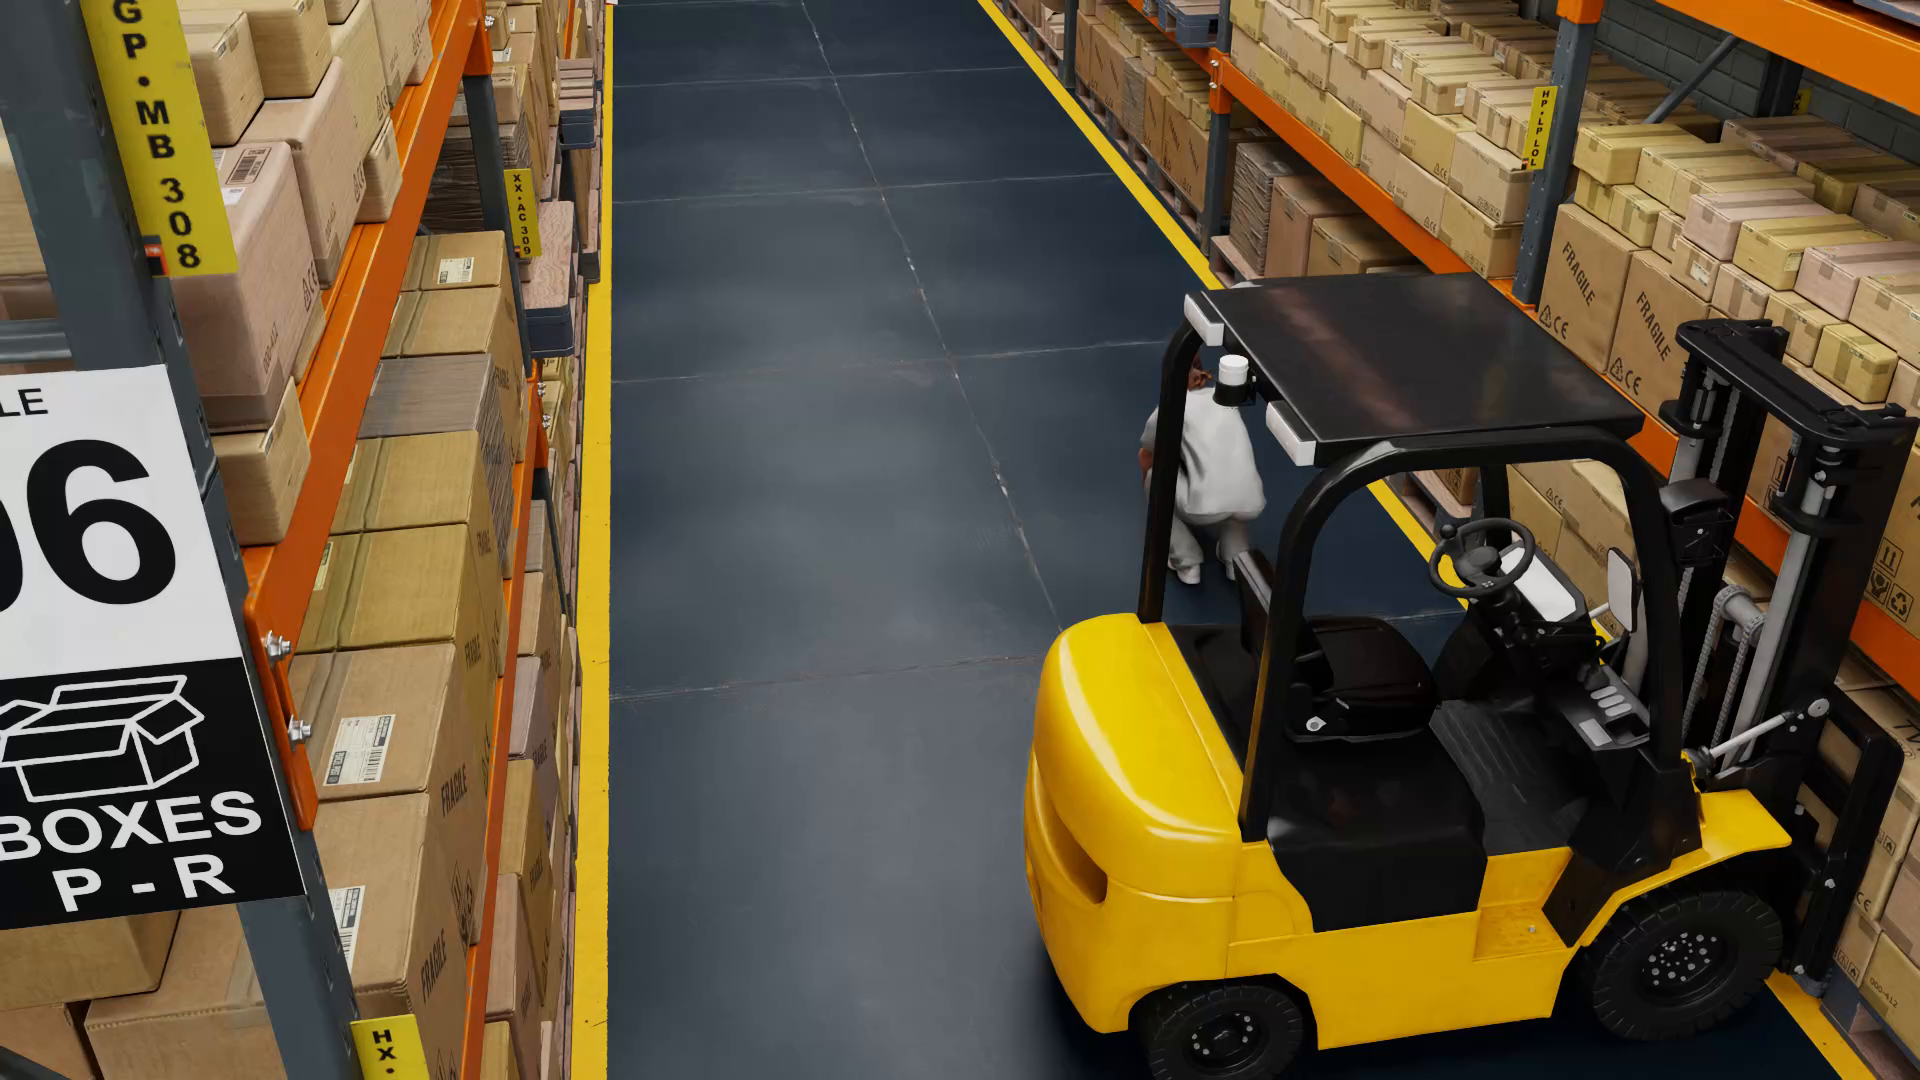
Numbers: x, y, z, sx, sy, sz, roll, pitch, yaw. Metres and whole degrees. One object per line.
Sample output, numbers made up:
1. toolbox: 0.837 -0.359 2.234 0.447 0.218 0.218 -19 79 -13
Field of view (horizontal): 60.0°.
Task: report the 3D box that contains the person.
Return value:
1. person: 1.074 -0.338 7.428 0.490 0.935 0.805 -5 31 -9
